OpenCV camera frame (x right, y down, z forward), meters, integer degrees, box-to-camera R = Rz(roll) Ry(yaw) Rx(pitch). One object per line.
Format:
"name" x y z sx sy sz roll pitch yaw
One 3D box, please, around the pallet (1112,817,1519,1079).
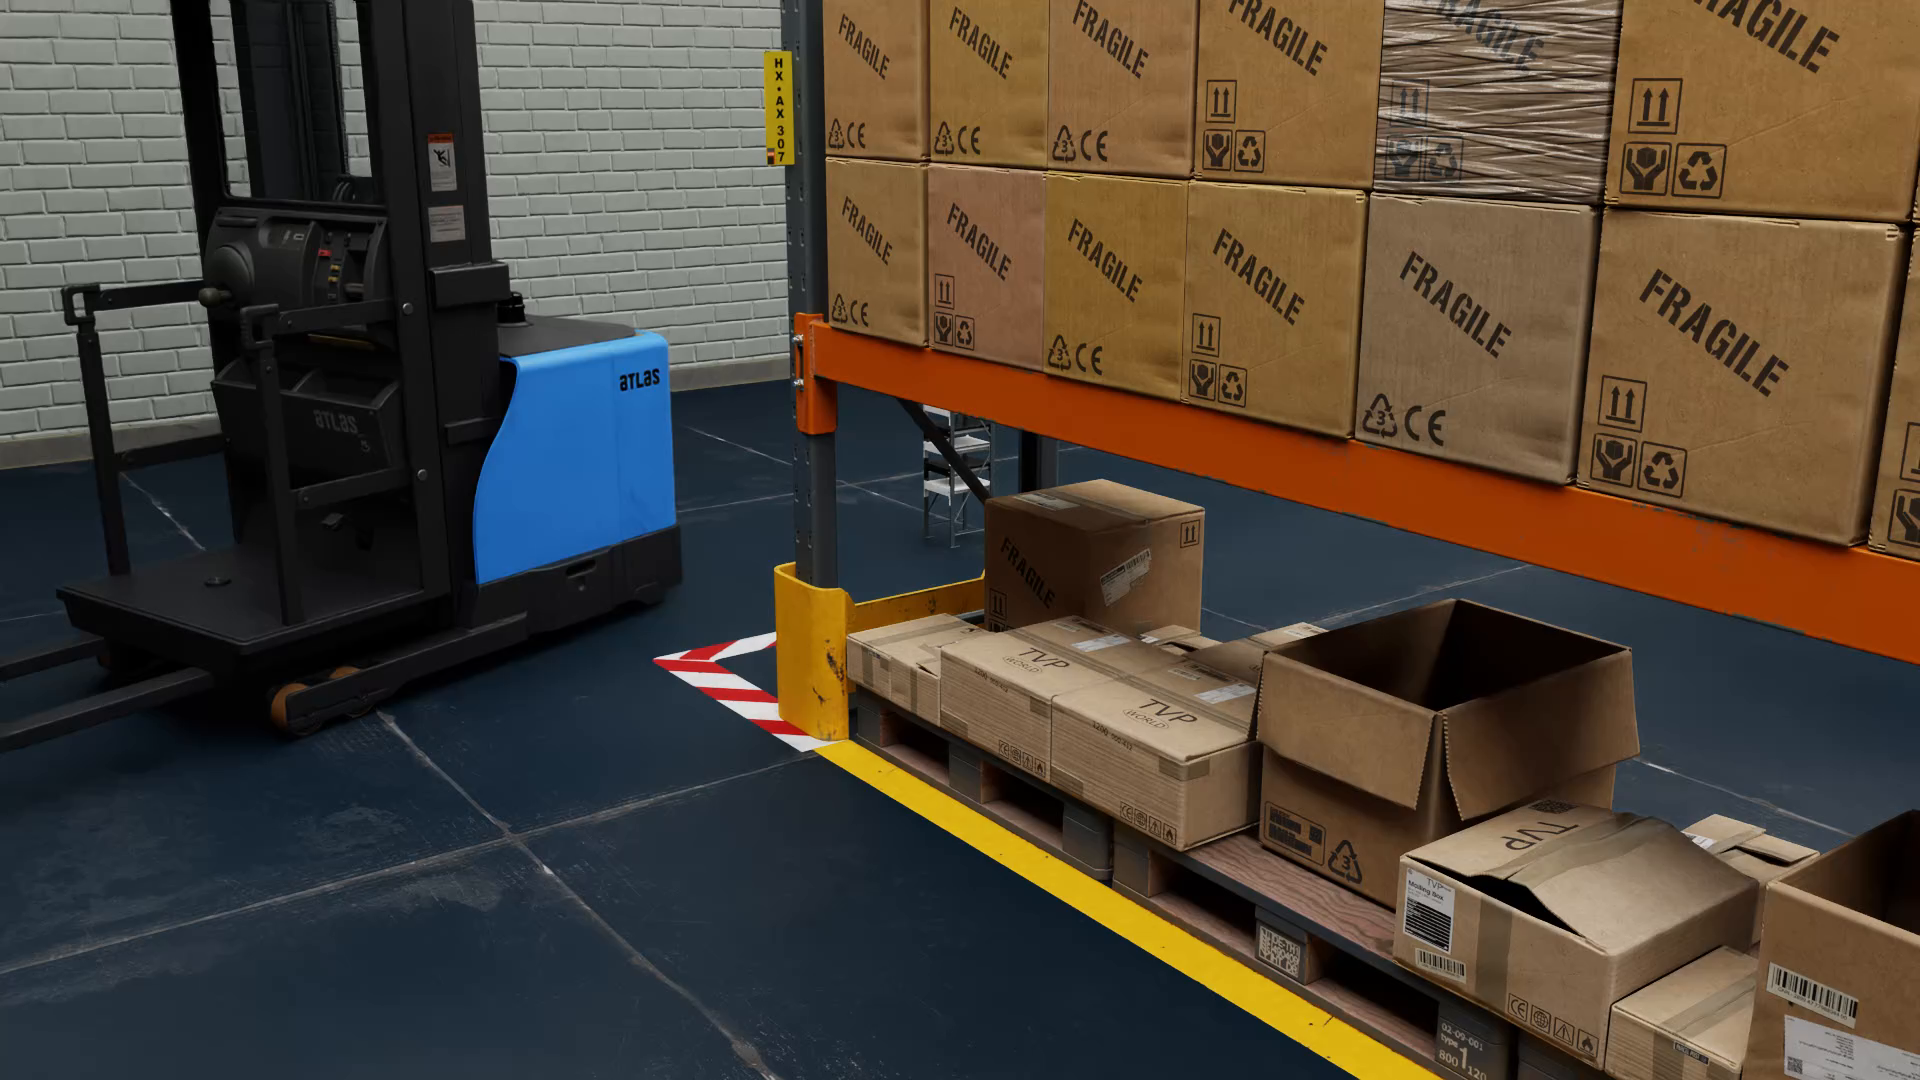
"pallet" 1.133 0.845 4.090 1.003 0.211 1.213 -11 19 -35

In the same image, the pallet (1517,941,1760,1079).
"pallet" 1.855 1.106 3.137 1.003 0.211 1.213 -11 19 -35

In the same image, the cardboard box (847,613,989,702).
"cardboard box" -0.126 0.359 5.150 0.380 0.149 0.250 -11 19 -35

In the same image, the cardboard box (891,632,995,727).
"cardboard box" 0.021 0.404 4.953 0.380 0.166 0.250 -11 19 -35

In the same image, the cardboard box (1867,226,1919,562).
"cardboard box" 1.756 -0.208 2.464 0.500 0.500 0.500 -10 18 -34

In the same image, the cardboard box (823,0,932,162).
"cardboard box" -0.047 -1.342 4.713 0.500 0.500 0.500 -10 18 -33

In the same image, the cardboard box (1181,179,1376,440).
"cardboard box" 0.846 -0.535 3.661 0.500 0.500 0.500 -11 19 -34

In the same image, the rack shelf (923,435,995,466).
"rack shelf" -0.005 -0.404 7.472 0.258 0.077 0.200 -11 19 -35

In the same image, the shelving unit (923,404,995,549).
"shelving unit" -0.005 -0.436 7.464 0.258 0.900 0.210 -11 19 -35

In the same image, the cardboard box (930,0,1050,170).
"cardboard box" 0.267 -1.231 4.309 0.500 0.500 0.500 -11 19 -34

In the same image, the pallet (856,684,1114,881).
"pallet" 0.420 0.585 5.041 1.003 0.211 1.213 -11 19 -35

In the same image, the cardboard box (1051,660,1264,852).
"cardboard box" 0.584 0.541 4.293 0.500 0.250 0.500 -11 19 -35

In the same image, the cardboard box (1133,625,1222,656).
"cardboard box" 0.590 0.386 5.018 0.380 0.166 0.250 -11 19 -35

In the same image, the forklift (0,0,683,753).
"forklift" -2.361 -0.933 5.432 1.130 2.935 3.031 10 18 33

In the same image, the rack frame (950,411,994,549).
"rack frame" 0.055 -0.414 7.384 0.240 0.900 0.006 -11 19 -35

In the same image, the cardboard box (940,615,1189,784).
"cardboard box" 0.290 0.434 4.683 0.500 0.250 0.500 -11 19 -35

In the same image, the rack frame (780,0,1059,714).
"rack frame" -0.094 -0.947 5.353 1.000 3.000 0.127 -11 19 -35

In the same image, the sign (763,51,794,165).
"sign" -0.533 -1.280 4.931 0.100 0.325 0.005 -11 19 -35

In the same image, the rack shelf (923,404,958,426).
"rack shelf" -0.005 -0.577 7.425 0.258 0.077 0.200 -11 19 -35

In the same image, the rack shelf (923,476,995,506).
"rack shelf" -0.005 -0.230 7.520 0.258 0.077 0.200 -11 19 -35

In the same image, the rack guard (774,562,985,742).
"rack guard" -0.050 0.275 5.624 1.175 0.500 0.348 -11 19 -35

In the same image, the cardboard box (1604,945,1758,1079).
"cardboard box" 1.424 0.922 3.093 0.380 0.149 0.250 -11 19 -35

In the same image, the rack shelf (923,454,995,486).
"rack shelf" -0.005 -0.317 7.496 0.258 0.077 0.200 -11 19 -35

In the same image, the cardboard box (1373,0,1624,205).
"cardboard box" 1.151 -0.908 3.127 0.500 0.500 0.500 -11 19 -34

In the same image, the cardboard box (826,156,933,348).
"cardboard box" -0.047 -0.859 4.845 0.500 0.500 0.500 -10 18 -33

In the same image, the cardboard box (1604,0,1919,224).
"cardboard box" 1.447 -0.800 2.733 0.500 0.500 0.500 -11 19 -36

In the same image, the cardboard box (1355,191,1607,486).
"cardboard box" 1.148 -0.427 3.265 0.500 0.500 0.500 -10 18 -33

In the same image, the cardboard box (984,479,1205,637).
"cardboard box" 0.425 0.125 5.341 0.500 0.500 0.500 -11 19 -35

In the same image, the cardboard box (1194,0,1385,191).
"cardboard box" 0.856 -1.015 3.520 0.500 0.500 0.500 -11 19 -35

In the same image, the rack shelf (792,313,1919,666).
"rack shelf" 1.082 -0.173 3.888 1.077 0.370 4.000 -11 19 -35

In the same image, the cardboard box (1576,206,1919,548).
"cardboard box" 1.452 -0.318 2.865 0.500 0.500 0.500 -10 18 -33

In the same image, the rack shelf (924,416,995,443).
"rack shelf" -0.005 -0.490 7.449 0.258 0.077 0.200 -11 19 -35

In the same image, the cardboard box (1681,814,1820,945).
"cardboard box" 1.669 0.755 3.668 0.380 0.166 0.250 -11 19 -35

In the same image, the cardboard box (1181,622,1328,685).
"cardboard box" 0.959 0.453 4.616 0.500 0.250 0.500 -11 19 -35

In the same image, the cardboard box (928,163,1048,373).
"cardboard box" 0.261 -0.750 4.445 0.500 0.500 0.500 -11 19 -35

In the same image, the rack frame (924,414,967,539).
"rack frame" -0.065 -0.457 7.543 0.240 0.900 0.006 -11 19 -35

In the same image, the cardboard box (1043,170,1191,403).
"cardboard box" 0.554 -0.642 4.052 0.500 0.500 0.500 -11 19 -35

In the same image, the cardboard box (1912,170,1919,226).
"cardboard box" 1.751 -0.691 2.335 0.500 0.500 0.500 -11 19 -34

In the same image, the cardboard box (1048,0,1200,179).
"cardboard box" 0.557 -1.124 3.916 0.500 0.500 0.500 -11 19 -34

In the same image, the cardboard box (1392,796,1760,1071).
"cardboard box" 1.252 0.754 3.398 0.500 0.311 0.500 -11 19 -35

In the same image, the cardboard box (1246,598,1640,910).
"cardboard box" 1.149 0.499 3.967 0.797 0.503 0.637 -11 19 -35

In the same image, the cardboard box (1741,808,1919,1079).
"cardboard box" 1.693 0.823 2.788 0.500 0.500 0.500 -11 19 -35
